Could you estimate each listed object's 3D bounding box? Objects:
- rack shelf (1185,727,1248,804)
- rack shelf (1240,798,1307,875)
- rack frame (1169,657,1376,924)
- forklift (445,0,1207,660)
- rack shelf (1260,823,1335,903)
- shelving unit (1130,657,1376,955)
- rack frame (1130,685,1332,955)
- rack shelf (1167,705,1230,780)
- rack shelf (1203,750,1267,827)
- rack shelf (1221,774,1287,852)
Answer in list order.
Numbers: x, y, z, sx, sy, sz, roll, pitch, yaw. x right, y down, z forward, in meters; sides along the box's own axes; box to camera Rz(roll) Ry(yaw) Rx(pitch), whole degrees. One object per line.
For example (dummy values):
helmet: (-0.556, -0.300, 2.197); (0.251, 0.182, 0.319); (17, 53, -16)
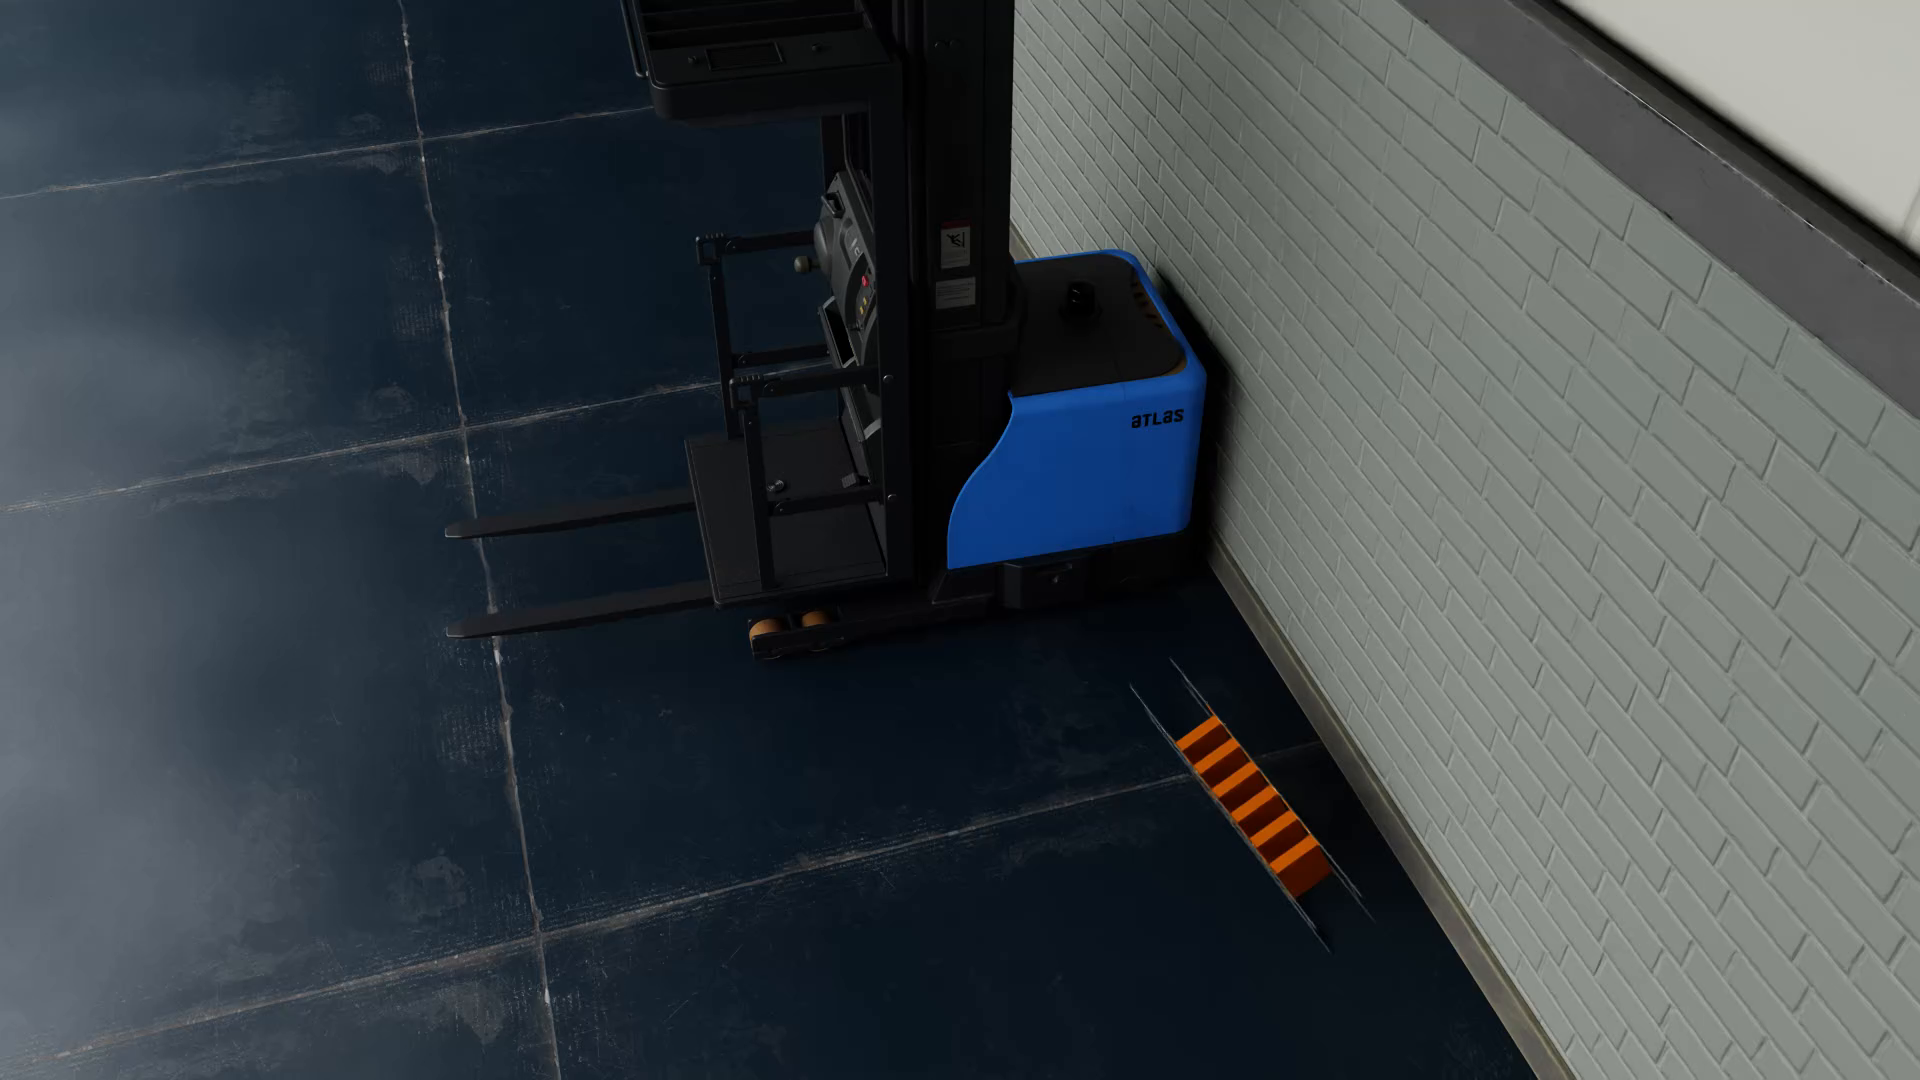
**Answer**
rack shelf: (0.951, 0.824, 6.051); (0.180, 0.258, 0.103); (-35, 49, -1)
rack shelf: (1.111, 1.043, 5.814); (0.180, 0.258, 0.103); (-35, 49, -1)
rack frame: (1.099, 0.871, 5.944); (0.006, 0.240, 1.200); (-35, 49, -1)
forklift: (-0.608, -1.007, 6.175); (3.031, 2.935, 1.130); (-9, 42, -10)
rack shelf: (1.164, 1.115, 5.735); (0.180, 0.258, 0.103); (-35, 49, -1)
shelving unit: (1.024, 0.924, 5.943); (0.189, 0.258, 1.200); (-35, 49, -1)
rack frame: (0.950, 0.977, 5.941); (0.006, 0.240, 1.200); (-35, 49, -1)
rack shelf: (0.898, 0.751, 6.130); (0.180, 0.258, 0.103); (-35, 49, -1)
rack shelf: (1.005, 0.897, 5.972); (0.180, 0.258, 0.103); (-35, 49, -1)
rack shelf: (1.058, 0.970, 5.893); (0.180, 0.258, 0.103); (-35, 49, -1)
